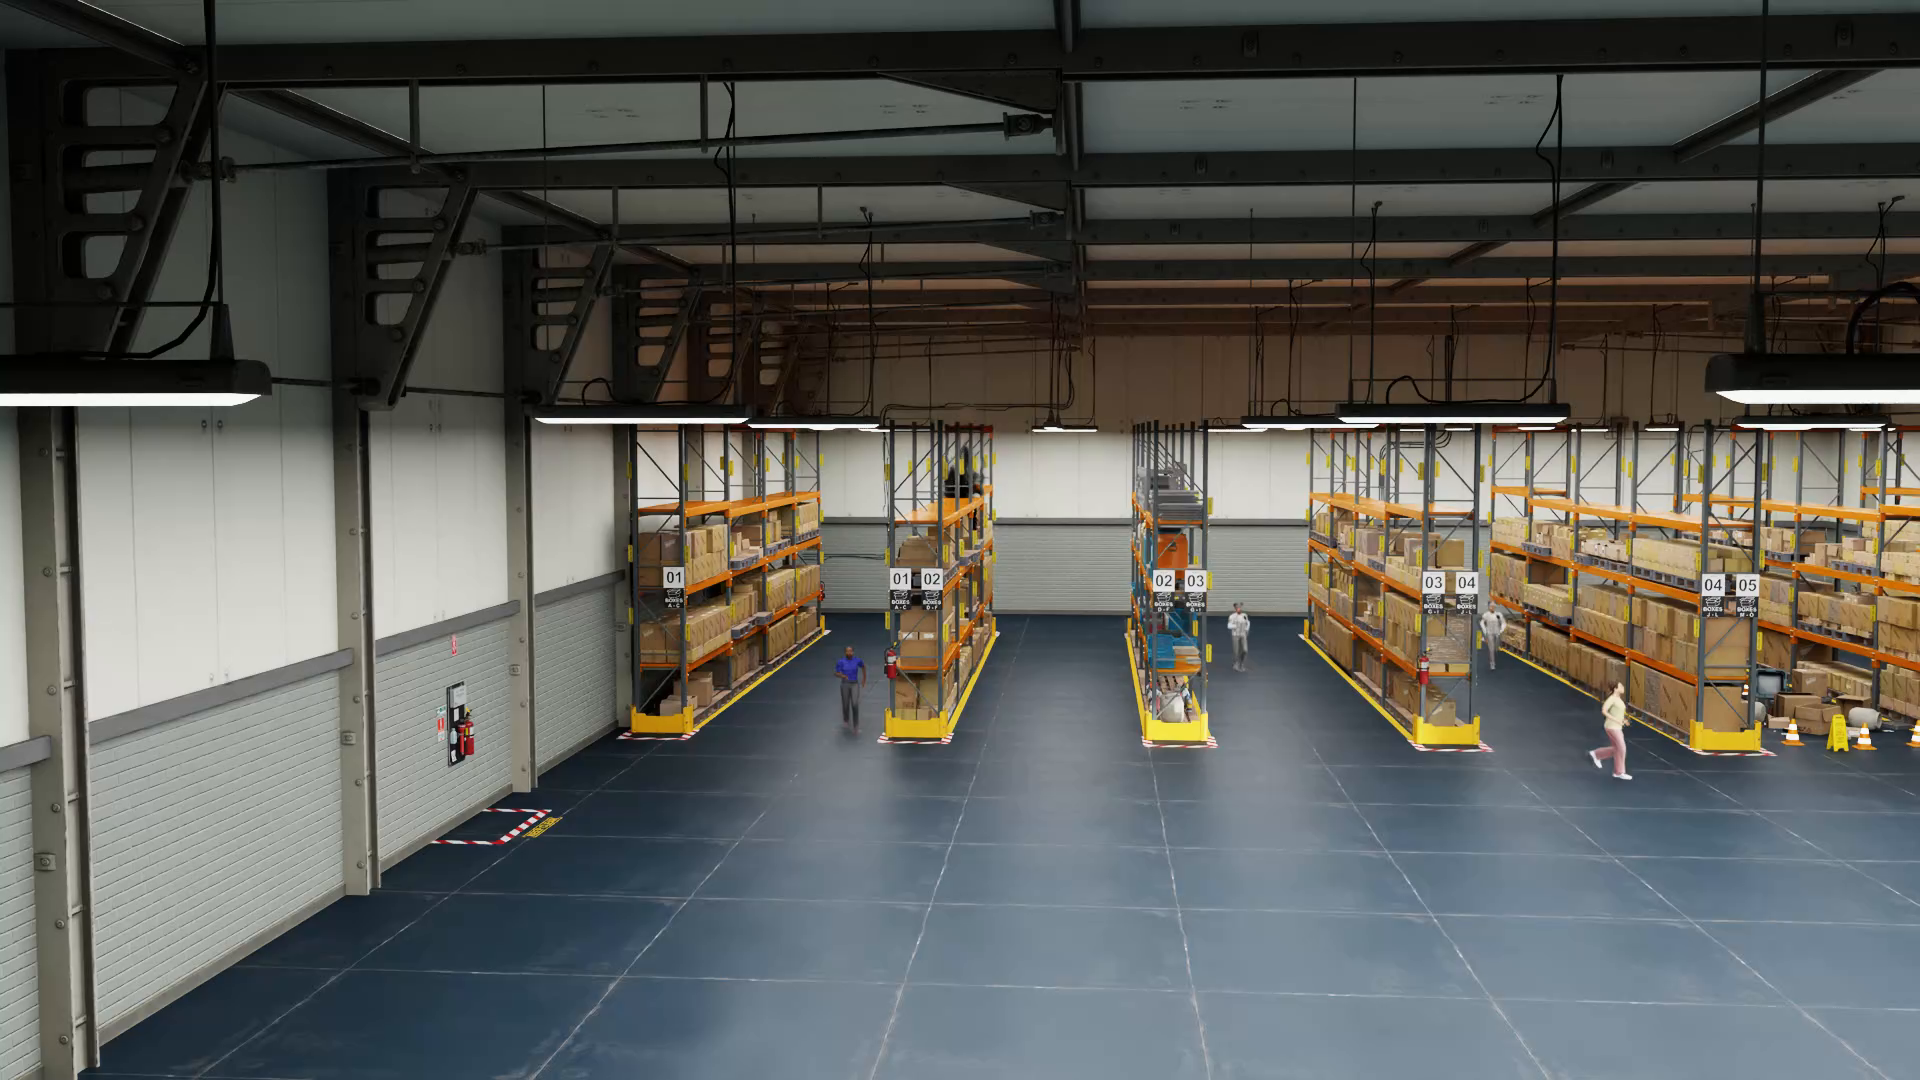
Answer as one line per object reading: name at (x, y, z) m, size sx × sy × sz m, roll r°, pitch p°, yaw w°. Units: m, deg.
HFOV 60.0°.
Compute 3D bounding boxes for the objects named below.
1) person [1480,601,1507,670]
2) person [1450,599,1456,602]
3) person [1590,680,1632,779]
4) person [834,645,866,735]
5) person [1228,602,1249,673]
person at (13.030, 2.308, 40.642) m, size 0.617 × 1.687 × 0.734 m, roll 1°, pitch 4°, yaw 13°
person at (13.933, 1.882, 46.894) m, size 0.692 × 1.800 × 0.717 m, roll -2°, pitch 4°, yaw -33°
person at (10.872, 3.159, 27.797) m, size 0.710 × 1.640 × 0.581 m, roll 3°, pitch 5°, yaw 38°
person at (-2.116, 2.878, 32.038) m, size 0.601 × 1.727 × 0.741 m, roll 0°, pitch 4°, yaw -4°
person at (6.748, 2.348, 40.108) m, size 0.593 × 1.723 × 0.651 m, roll 0°, pitch 4°, yaw -5°
